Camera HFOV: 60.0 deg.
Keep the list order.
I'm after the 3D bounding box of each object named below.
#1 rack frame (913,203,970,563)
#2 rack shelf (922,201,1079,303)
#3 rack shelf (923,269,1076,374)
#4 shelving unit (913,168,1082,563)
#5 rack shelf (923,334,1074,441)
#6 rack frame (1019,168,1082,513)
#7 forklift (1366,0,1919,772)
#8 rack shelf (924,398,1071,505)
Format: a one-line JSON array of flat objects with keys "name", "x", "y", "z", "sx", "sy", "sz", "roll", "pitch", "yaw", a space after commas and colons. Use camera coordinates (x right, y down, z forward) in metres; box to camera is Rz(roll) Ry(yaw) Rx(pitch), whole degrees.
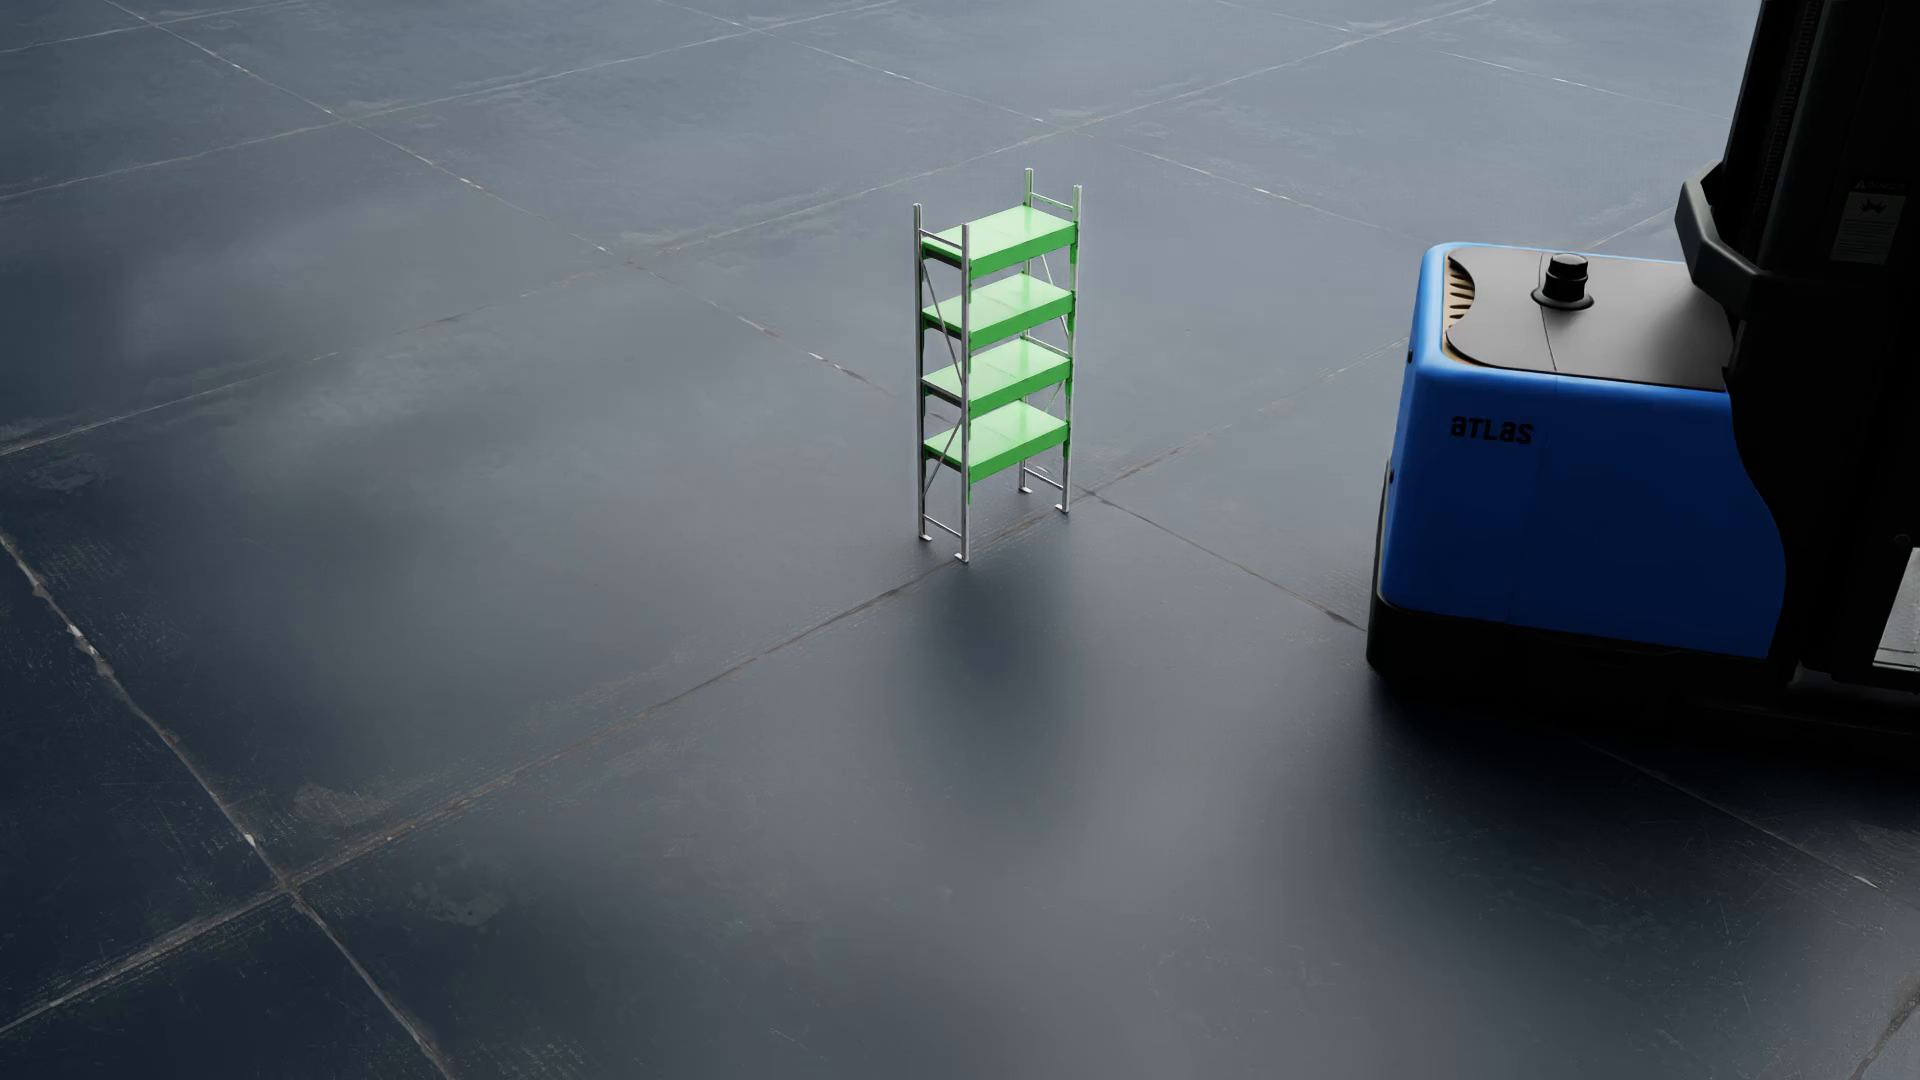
[{"name": "rack frame", "x": -0.058, "y": -0.484, "z": 5.391, "sx": 0.015, "sy": 1.200, "sz": 0.240, "roll": -26, "pitch": 40, "yaw": -35}, {"name": "rack shelf", "x": 0.121, "y": -0.926, "z": 5.316, "sx": 0.480, "sy": 0.148, "sz": 0.258, "roll": -26, "pitch": 40, "yaw": -35}, {"name": "rack shelf", "x": 0.121, "y": -0.721, "z": 5.441, "sx": 0.480, "sy": 0.148, "sz": 0.258, "roll": -26, "pitch": 40, "yaw": -35}, {"name": "shelving unit", "x": 0.121, "y": -0.571, "z": 5.533, "sx": 0.503, "sy": 1.200, "sz": 0.258, "roll": -26, "pitch": 40, "yaw": -35}, {"name": "rack shelf", "x": 0.121, "y": -0.516, "z": 5.566, "sx": 0.480, "sy": 0.148, "sz": 0.258, "roll": -26, "pitch": 40, "yaw": -35}, {"name": "rack frame", "x": 0.300, "y": -0.657, "z": 5.675, "sx": 0.015, "sy": 1.200, "sz": 0.240, "roll": -26, "pitch": 40, "yaw": -35}, {"name": "forklift", "x": 2.803, "y": -0.850, "z": 4.331, "sx": 3.031, "sy": 2.935, "sz": 1.130, "roll": 8, "pitch": 32, "yaw": 12}, {"name": "rack shelf", "x": 0.121, "y": -0.311, "z": 5.692, "sx": 0.480, "sy": 0.148, "sz": 0.258, "roll": -26, "pitch": 40, "yaw": -35}]
